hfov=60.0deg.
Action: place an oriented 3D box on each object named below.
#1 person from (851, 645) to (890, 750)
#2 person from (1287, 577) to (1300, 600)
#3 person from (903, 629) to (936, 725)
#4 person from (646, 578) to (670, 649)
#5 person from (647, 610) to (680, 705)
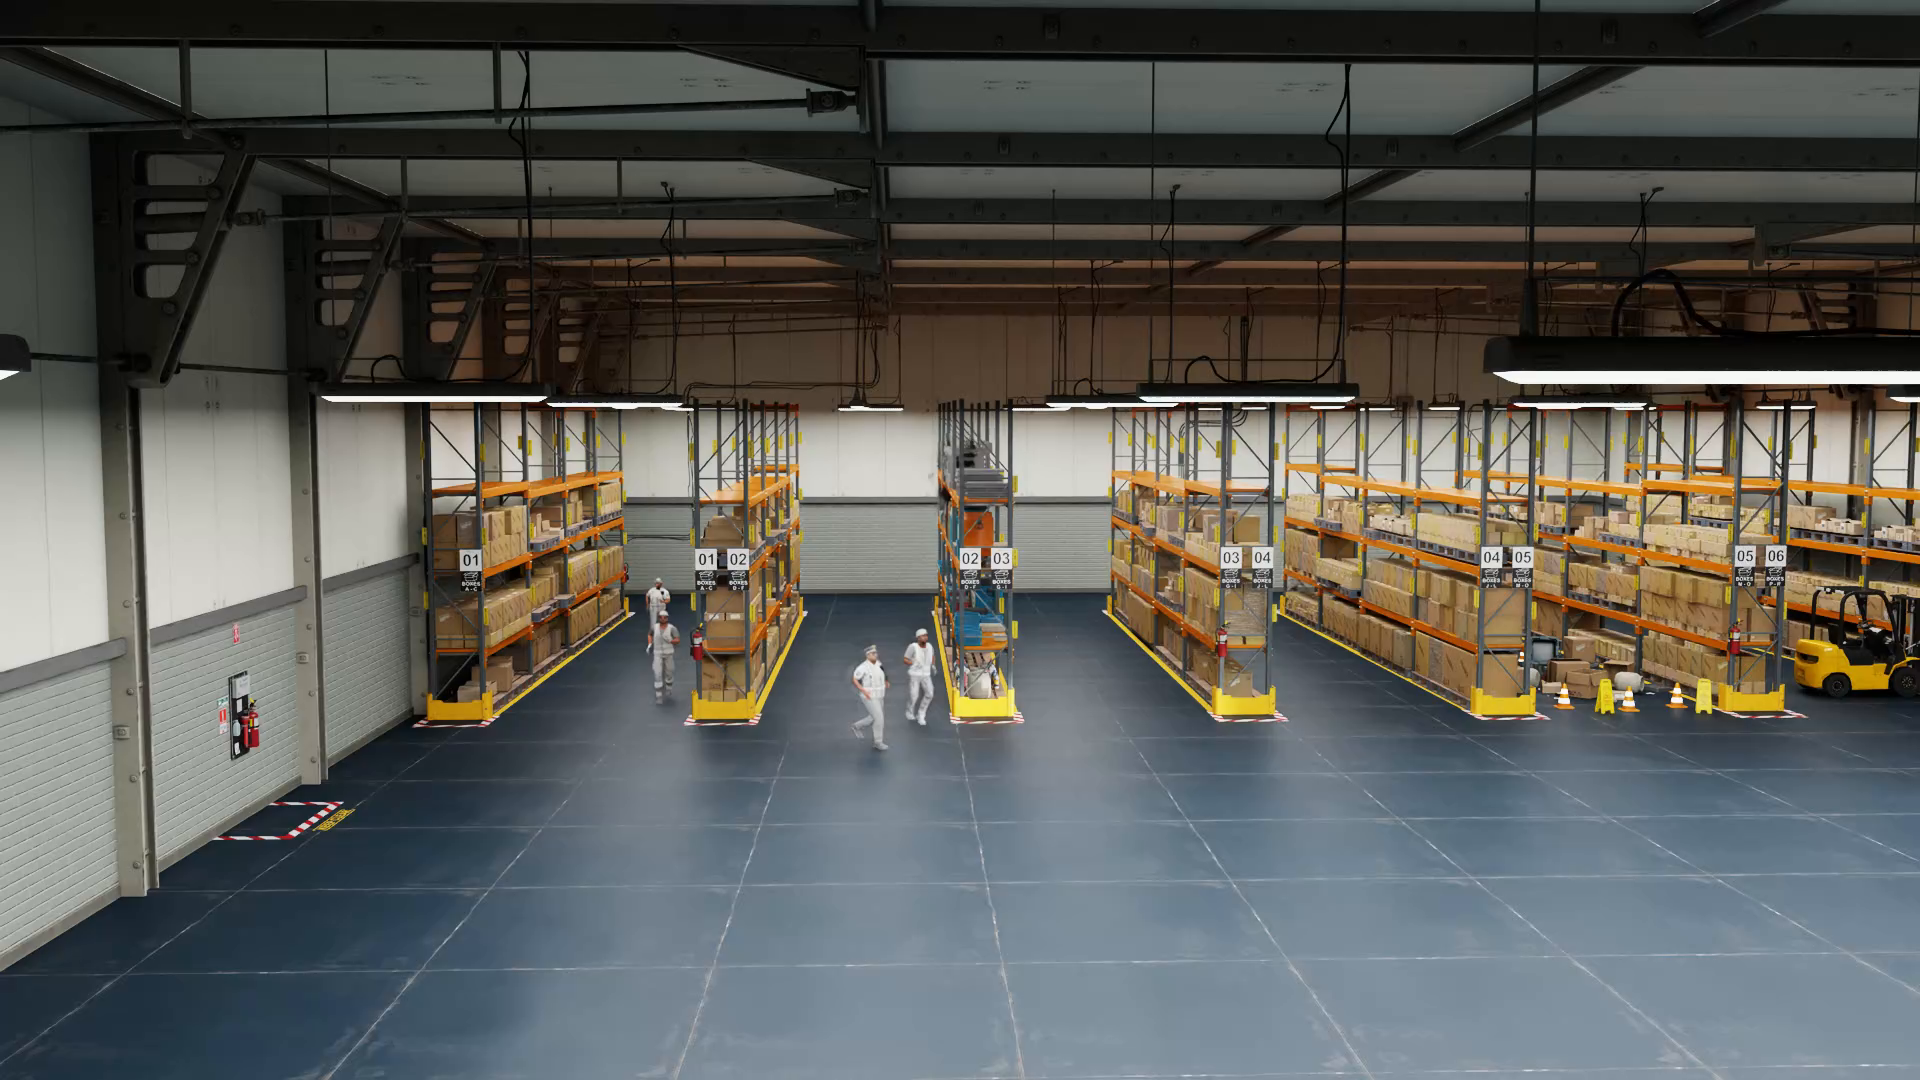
[{"bbox_3d":[-1.537,2.682,28.578,0.813,1.787,0.654,3,5,31],"label":"person"},{"bbox_3d":[9.800,1.232,49.114,0.563,1.547,0.803,1,4,14],"label":"person"},{"bbox_3d":[-0.708,2.535,30.817,0.733,1.778,0.673,-2,5,-26],"label":"person"},{"bbox_3d":[-7.414,1.792,40.845,0.582,1.726,0.775,-1,4,-12],"label":"person"},{"bbox_3d":[-5.891,2.299,33.028,0.655,1.817,0.910,0,4,-6],"label":"person"}]
